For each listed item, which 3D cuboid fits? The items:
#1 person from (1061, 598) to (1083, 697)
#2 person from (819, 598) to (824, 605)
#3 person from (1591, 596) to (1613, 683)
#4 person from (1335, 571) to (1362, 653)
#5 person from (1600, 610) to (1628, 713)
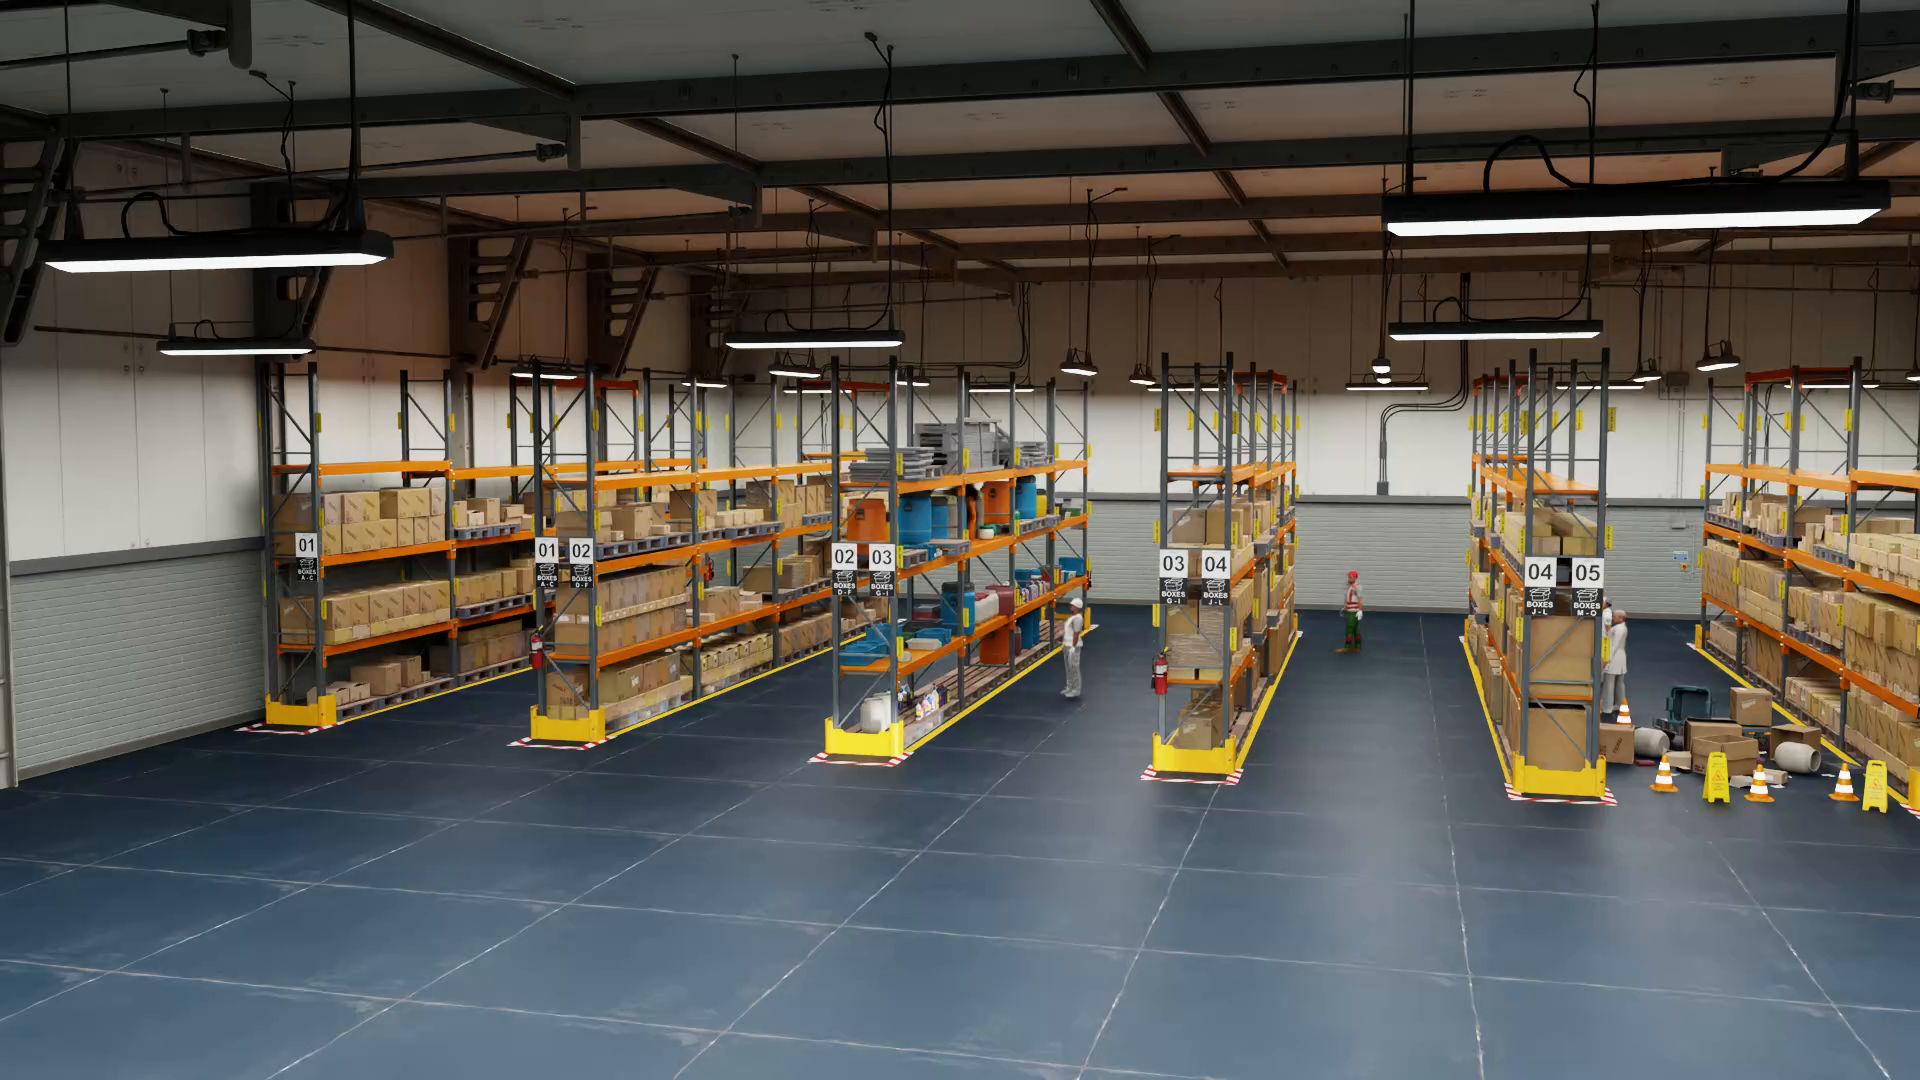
[{"bbox_3d":[2.052,1.950,30.345,0.420,1.783,0.612,-1,4,-16],"label":"person"},{"bbox_3d":[-3.480,1.022,44.739,0.527,1.653,0.644,-4,5,-42],"label":"person"},{"bbox_3d":[12.457,1.920,32.155,0.442,1.667,0.508,3,5,38],"label":"person"},{"bbox_3d":[8.464,1.555,36.298,0.634,1.783,0.561,0,4,-1],"label":"person"},{"bbox_3d":[11.294,2.098,28.800,0.678,1.786,0.491,-4,5,-41],"label":"person"}]
